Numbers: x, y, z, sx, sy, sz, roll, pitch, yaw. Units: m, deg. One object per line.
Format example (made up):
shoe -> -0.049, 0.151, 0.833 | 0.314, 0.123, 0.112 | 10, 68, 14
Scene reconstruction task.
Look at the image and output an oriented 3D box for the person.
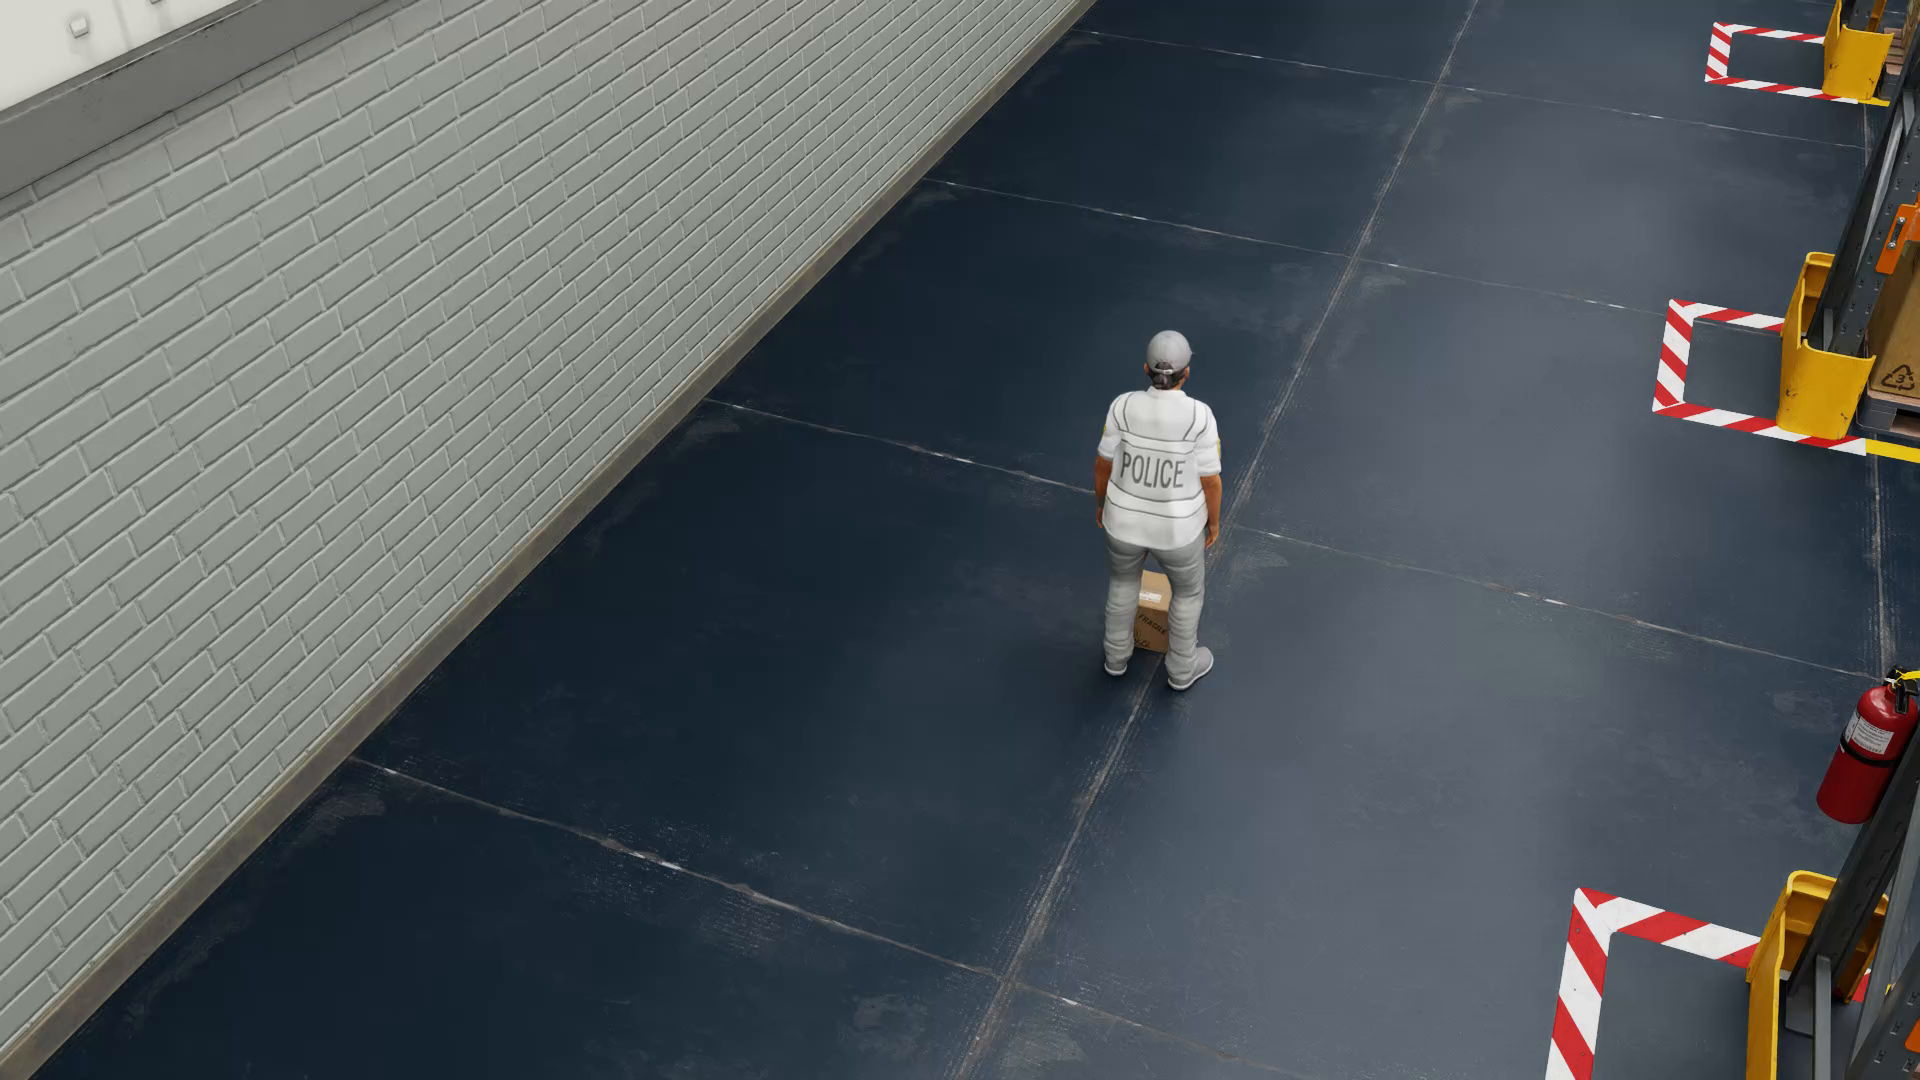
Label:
person -> 0.837, -0.102, 6.945 | 0.564, 1.666, 0.468 | 12, 39, 15
